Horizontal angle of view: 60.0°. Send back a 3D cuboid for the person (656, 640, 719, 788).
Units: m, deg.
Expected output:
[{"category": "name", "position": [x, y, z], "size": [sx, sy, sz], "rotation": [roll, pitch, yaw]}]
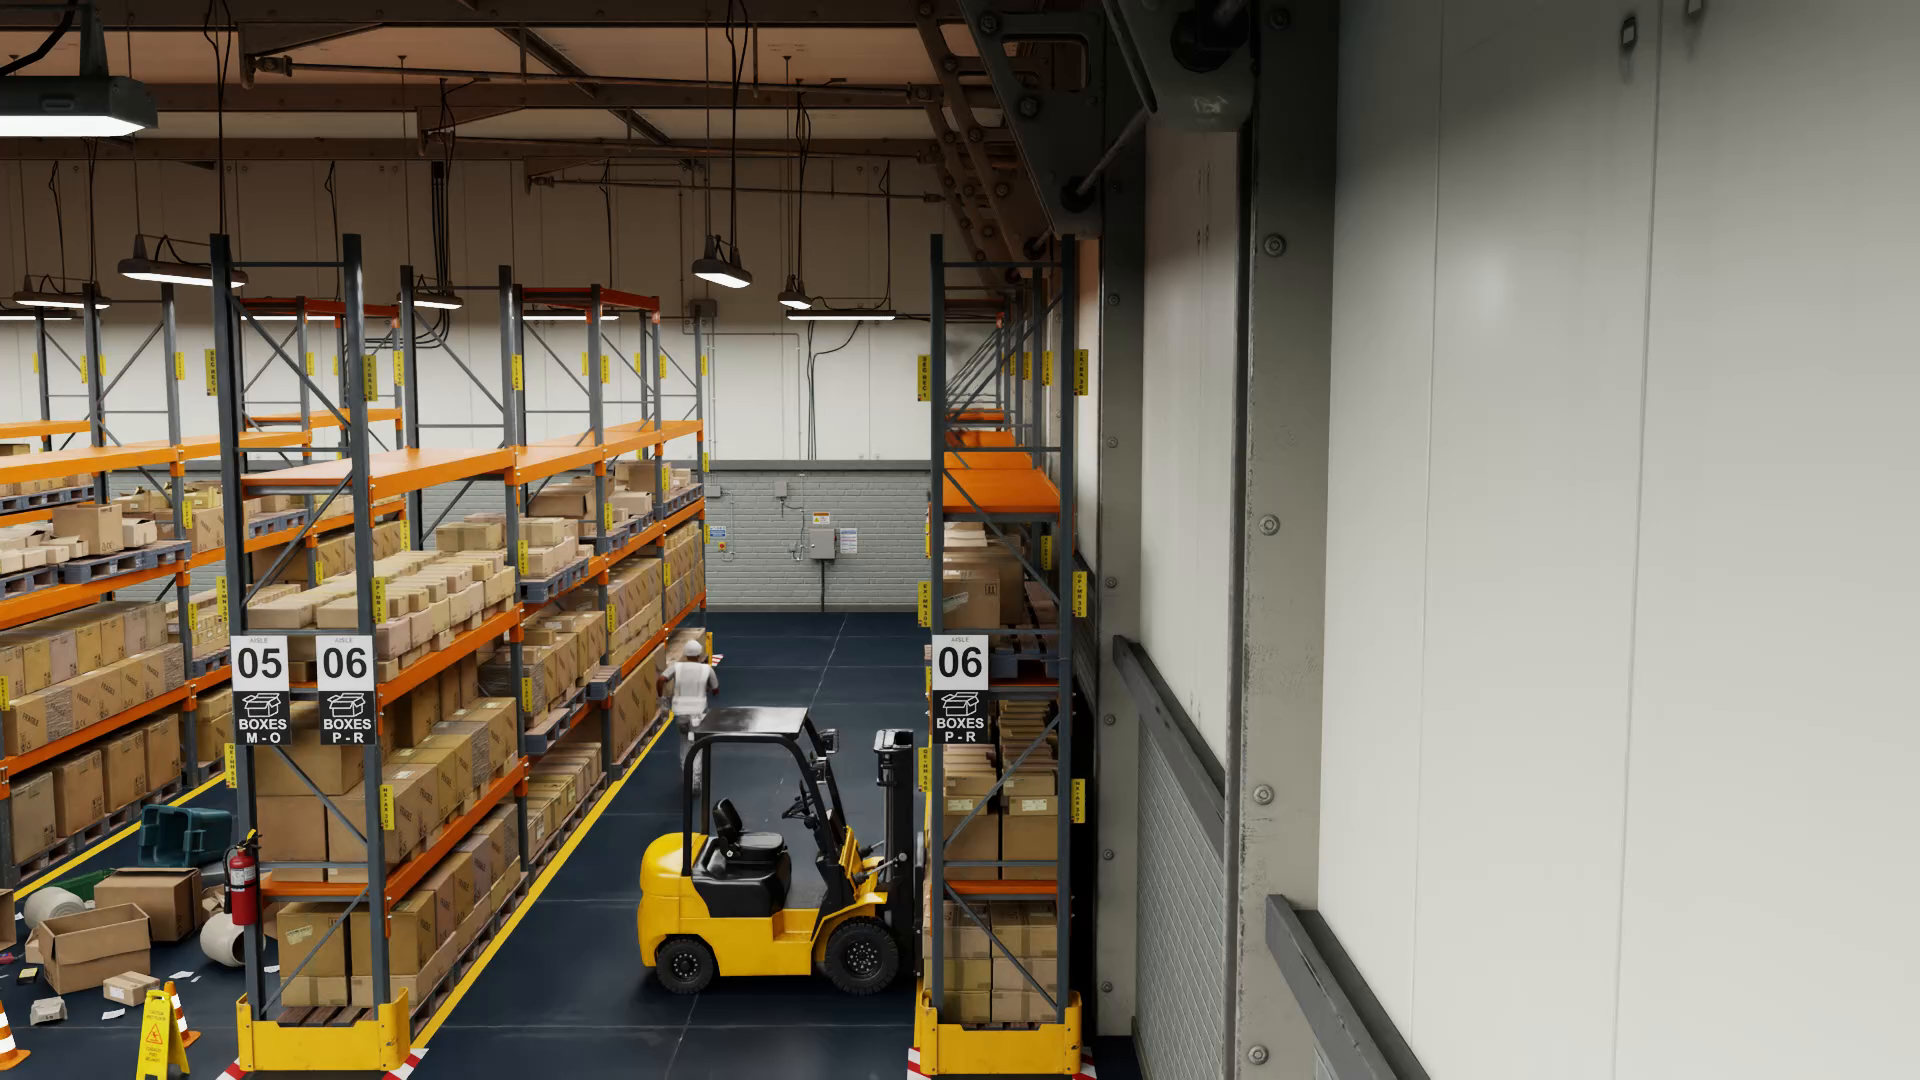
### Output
[{"category": "person", "position": [-3.237, 2.085, 19.891], "size": [0.693, 1.793, 0.891], "rotation": [0, 6, 2]}]
